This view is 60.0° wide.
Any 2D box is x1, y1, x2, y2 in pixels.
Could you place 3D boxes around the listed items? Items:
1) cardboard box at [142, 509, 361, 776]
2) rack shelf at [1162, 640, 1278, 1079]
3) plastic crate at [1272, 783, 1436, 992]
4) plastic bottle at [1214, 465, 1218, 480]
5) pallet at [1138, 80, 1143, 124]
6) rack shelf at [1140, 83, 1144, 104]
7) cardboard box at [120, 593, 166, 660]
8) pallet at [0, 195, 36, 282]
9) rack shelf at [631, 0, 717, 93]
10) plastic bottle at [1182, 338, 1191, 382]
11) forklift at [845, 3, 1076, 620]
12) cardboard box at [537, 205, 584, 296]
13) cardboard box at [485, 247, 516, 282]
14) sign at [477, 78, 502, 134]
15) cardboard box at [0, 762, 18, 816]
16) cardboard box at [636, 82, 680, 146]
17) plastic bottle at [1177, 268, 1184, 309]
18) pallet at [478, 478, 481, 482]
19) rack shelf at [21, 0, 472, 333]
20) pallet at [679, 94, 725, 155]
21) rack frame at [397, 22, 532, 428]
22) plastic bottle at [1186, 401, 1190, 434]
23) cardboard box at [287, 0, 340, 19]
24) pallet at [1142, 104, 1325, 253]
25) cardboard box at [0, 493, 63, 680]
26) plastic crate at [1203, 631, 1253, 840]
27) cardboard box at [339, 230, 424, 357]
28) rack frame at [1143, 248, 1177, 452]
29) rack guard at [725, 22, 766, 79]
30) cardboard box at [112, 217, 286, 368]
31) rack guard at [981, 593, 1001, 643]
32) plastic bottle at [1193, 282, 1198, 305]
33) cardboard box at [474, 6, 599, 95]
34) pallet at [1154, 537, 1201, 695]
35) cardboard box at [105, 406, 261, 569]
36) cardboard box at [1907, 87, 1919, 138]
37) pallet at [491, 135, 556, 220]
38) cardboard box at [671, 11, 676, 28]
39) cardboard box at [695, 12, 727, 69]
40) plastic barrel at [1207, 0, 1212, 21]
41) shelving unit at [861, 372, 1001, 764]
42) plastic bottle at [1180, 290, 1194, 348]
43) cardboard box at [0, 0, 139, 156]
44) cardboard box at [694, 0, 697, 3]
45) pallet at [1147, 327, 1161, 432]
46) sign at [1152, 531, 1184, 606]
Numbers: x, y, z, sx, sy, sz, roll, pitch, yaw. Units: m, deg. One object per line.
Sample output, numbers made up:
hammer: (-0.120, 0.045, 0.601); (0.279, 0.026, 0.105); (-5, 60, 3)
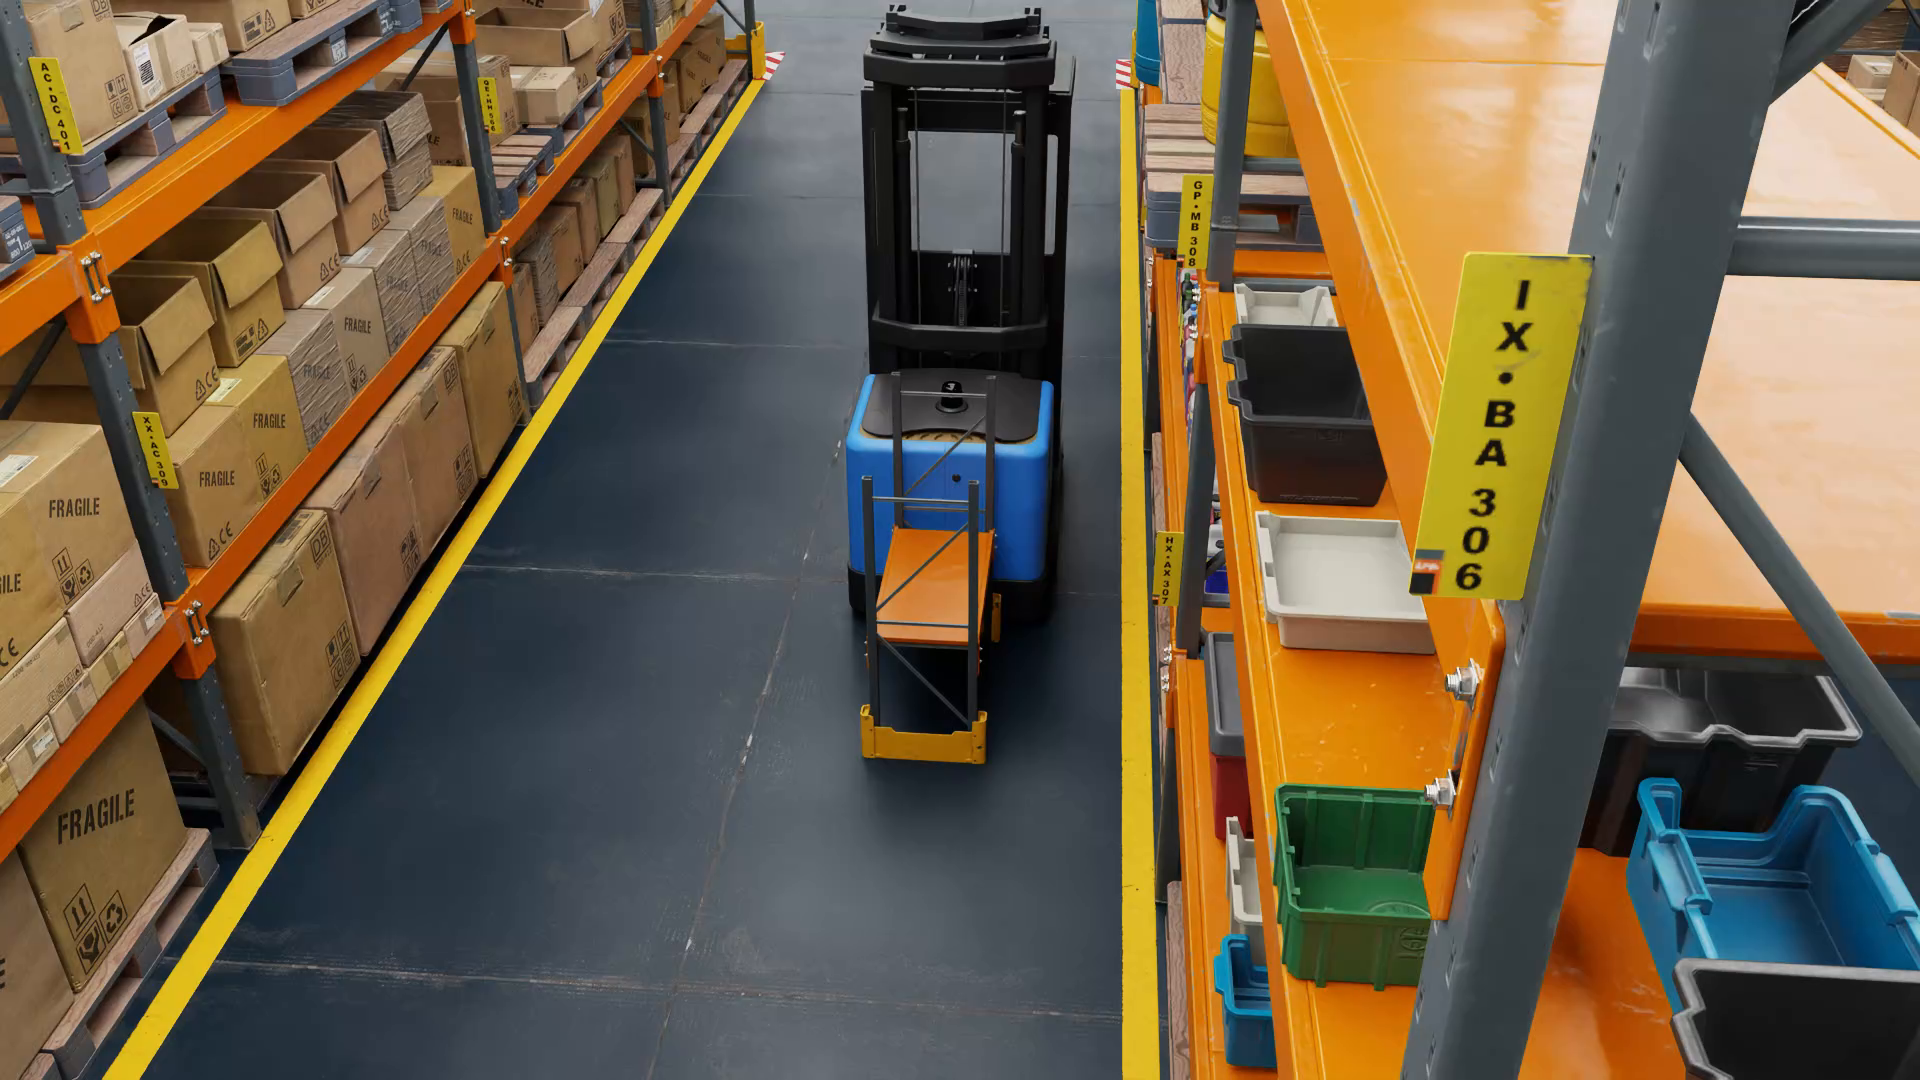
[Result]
cardboard box: (-3.577, 0.431, 7.597); (1.225, 0.875, 0.875); (3, 32, 4)
rack shelf: (1.164, 1.604, 4.754); (1.077, 0.370, 4.000); (2, 32, 4)
plastic crate: (0.797, 0.629, 2.993); (0.450, 0.188, 0.336); (2, 32, 4)
plastic bottle: (1.076, -0.221, 7.078); (0.144, 0.351, 0.185); (2, 32, 4)
pallet: (2.273, -4.369, 16.419); (1.003, 0.211, 1.213); (2, 32, 4)
rack shelf: (2.141, -4.671, 14.936); (1.077, 0.370, 4.000); (2, 32, 4)
cardboard box: (-3.308, 0.321, 6.390); (0.380, 0.149, 0.250); (3, 32, 4)
pallet: (-3.687, -0.771, 5.148); (1.003, 0.211, 1.213); (2, 32, 4)
rack shelf: (-2.795, -4.882, 15.279); (1.077, 0.370, 4.000); (2, 32, 4)
plastic bottle: (1.164, -0.909, 8.269); (0.097, 0.271, 0.097); (0, 32, 0)
forklift: (0.055, -1.577, 9.296); (1.130, 2.935, 3.031); (3, 32, 4)
cardboard box: (-3.178, -2.113, 12.063); (0.700, 0.500, 0.500); (5, 32, 8)
cardboard box: (-3.259, -1.845, 10.914); (0.500, 0.250, 0.500); (4, 32, 6)
sign: (-2.731, -2.522, 9.660); (0.100, 0.325, 0.005); (2, 32, 4)
cardboard box: (-3.391, 0.859, 5.517); (0.380, 0.149, 0.250); (3, 32, 5)
cardboard box: (-2.847, -3.765, 14.762); (0.500, 0.500, 0.500); (13, 34, 19)
plastic bottle: (1.223, -1.407, 9.066); (0.061, 0.283, 0.133); (2, 32, 4)
pallet: (-3.423, -0.455, 10.067); (1.003, 0.211, 1.213); (2, 32, 4)
rack shelf: (-3.447, -1.976, 7.704); (1.077, 0.370, 4.000); (2, 32, 4)
pallet: (-2.842, -3.948, 15.735); (1.003, 0.211, 1.213); (2, 32, 4)
rack frame: (-3.284, -2.051, 9.999); (1.000, 3.000, 0.127); (2, 32, 4)
plastic bottle: (1.120, -0.591, 7.820); (0.097, 0.201, 0.097); (0, 32, 0)
cardboard box: (-3.244, -2.772, 7.815); (0.500, 0.500, 0.500); (4, 32, 7)
pallet: (1.293, -1.359, 6.197); (1.213, 0.211, 1.003); (2, 32, 4)
cardboard box: (-3.425, 0.172, 5.537); (0.500, 0.500, 0.500); (3, 32, 4)
plastic crate: (1.004, 0.656, 5.489); (0.402, 0.464, 0.583); (2, 32, 4)
cardboard box: (-3.163, -1.293, 8.674); (0.500, 0.500, 0.500); (1, 32, 2)
rack frame: (1.653, -1.839, 9.656); (1.000, 3.000, 0.127); (2, 32, 4)
rack guard: (-2.639, -5.130, 17.379); (1.175, 0.500, 0.348); (2, 32, 4)
cardboard box: (-3.498, -1.122, 7.440); (0.797, 0.503, 0.637); (3, 32, 5)
rack guard: (-0.081, 0.393, 8.654); (0.587, 0.250, 0.087); (3, 32, 4)
plastic bottle: (1.281, -1.268, 8.852); (0.097, 0.271, 0.097); (0, 32, 0)
cardboard box: (-3.007, -3.455, 11.779); (0.797, 0.503, 0.637); (6, 32, 9)
pallet: (1.528, 0.398, 8.683); (1.003, 0.211, 1.213); (2, 32, 4)
cardboard box: (-3.323, -0.232, 6.952); (0.500, 0.500, 0.500); (3, 32, 4)
cardboard box: (6.752, -2.822, 11.155); (0.500, 0.500, 0.500); (3, 32, 4)
pallet: (-3.332, -2.347, 10.662); (1.213, 0.211, 1.003); (2, 32, 4)
cardboard box: (-2.615, -4.397, 14.046); (0.380, 0.149, 0.250); (2, 32, 4)
cardboard box: (-2.700, -5.023, 16.804); (0.500, 0.500, 0.500); (8, 33, 13)
plastic barrel: (1.313, -2.316, 6.692); (0.600, 0.901, 0.708); (2, 32, 4)
shelving unit: (-0.125, 0.121, 7.904); (0.587, 1.500, 1.083); (3, 32, 4)
plastic bottle: (1.182, -1.147, 8.643); (0.061, 0.283, 0.133); (2, 32, 4)
cardboard box: (-3.572, -1.761, 6.175); (0.700, 0.500, 0.500); (3, 32, 5)
cardboard box: (-2.532, -4.920, 14.894); (0.380, 0.149, 0.250); (2, 32, 4)
pallet: (1.754, -1.056, 11.042); (1.003, 0.211, 1.213); (2, 32, 4)
sign: (0.779, 0.110, 6.229); (0.100, 0.325, 0.005); (2, 32, 4)
